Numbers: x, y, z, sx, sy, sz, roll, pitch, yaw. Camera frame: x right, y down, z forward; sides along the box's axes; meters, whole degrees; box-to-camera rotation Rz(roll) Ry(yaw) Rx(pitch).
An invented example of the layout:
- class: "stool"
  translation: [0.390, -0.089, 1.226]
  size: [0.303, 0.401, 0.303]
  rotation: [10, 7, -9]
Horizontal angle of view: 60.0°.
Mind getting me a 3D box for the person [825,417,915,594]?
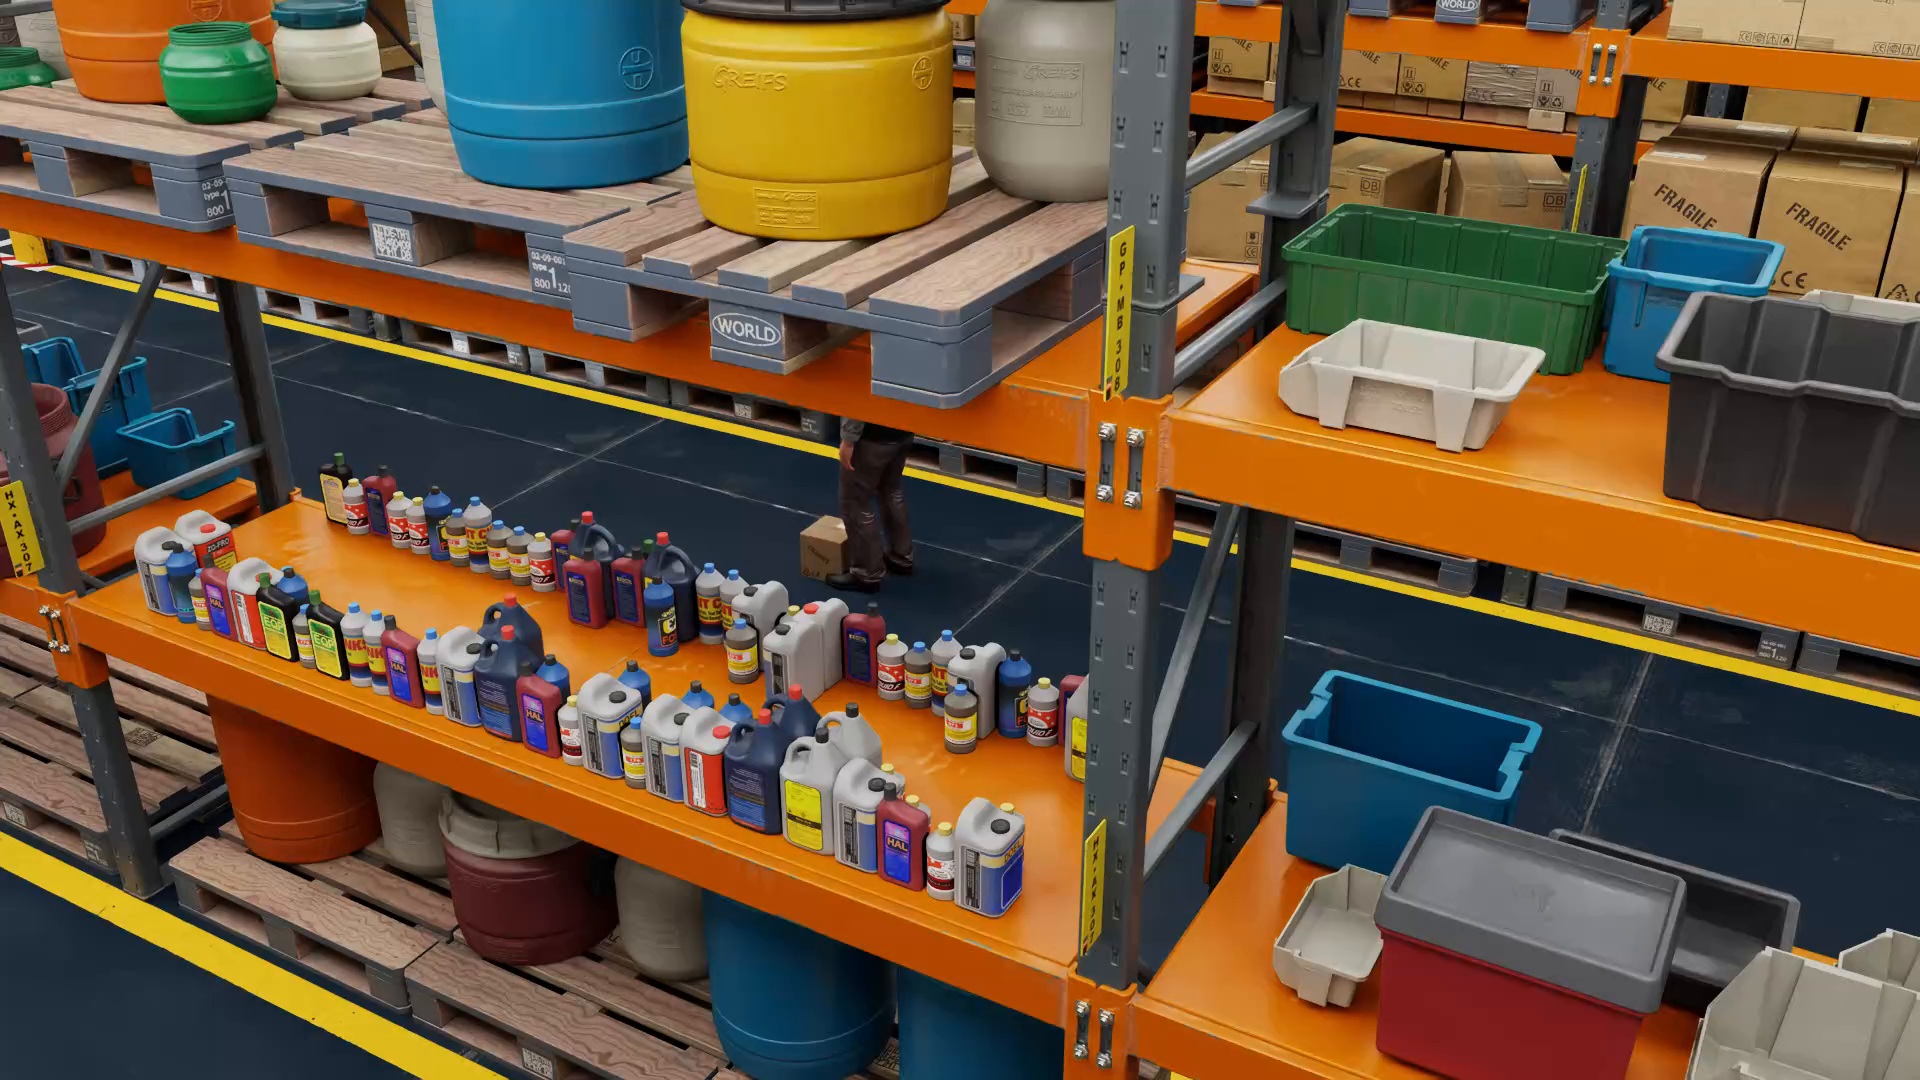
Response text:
- class: "person"
  translation: [-0.433, -0.550, 8.253]
  size: [0.475, 1.719, 0.581]
  rotation: [13, 29, 24]
